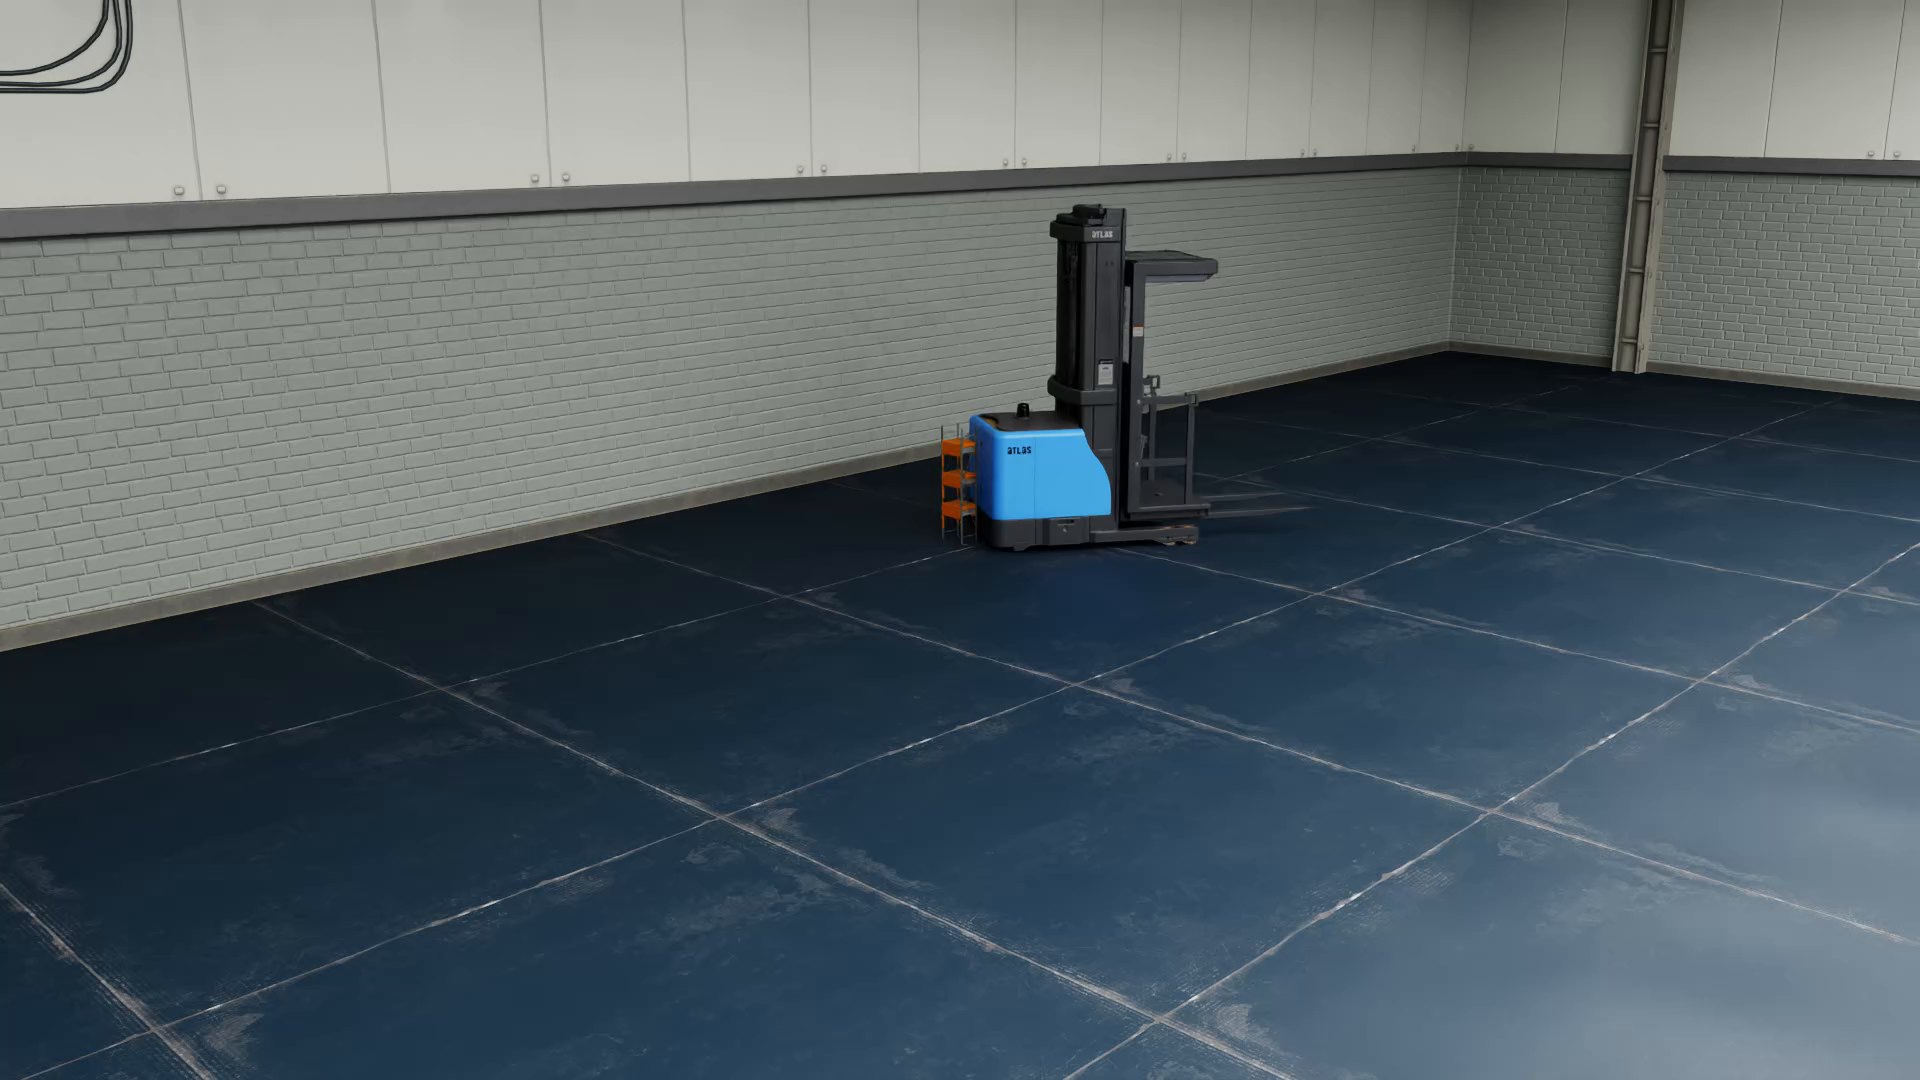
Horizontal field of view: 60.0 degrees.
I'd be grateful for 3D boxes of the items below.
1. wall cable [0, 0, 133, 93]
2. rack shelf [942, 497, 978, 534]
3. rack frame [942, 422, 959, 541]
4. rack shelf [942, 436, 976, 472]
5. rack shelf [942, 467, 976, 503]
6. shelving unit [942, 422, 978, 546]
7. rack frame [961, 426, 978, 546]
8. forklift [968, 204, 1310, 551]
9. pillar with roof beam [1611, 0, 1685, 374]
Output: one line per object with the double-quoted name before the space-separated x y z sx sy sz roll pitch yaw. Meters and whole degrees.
"wall cable" -6.622 -5.246 10.472 0.169 6.003 2.305 14 20 42
"rack shelf" -0.003 -0.219 14.833 0.215 0.259 0.240 -14 20 -42
"rack frame" -0.088 -0.520 14.846 0.200 1.050 0.008 -14 20 -42
"rack shelf" -0.003 -0.762 14.692 0.215 0.259 0.240 -14 20 -42
"rack shelf" -0.003 -0.488 14.763 0.215 0.259 0.240 -14 20 -42
"shelving unit" -0.003 -0.498 14.761 0.215 1.050 0.252 -14 20 -42
"rack frame" 0.081 -0.476 14.675 0.200 1.050 0.008 -14 20 -42
"forklift" 1.647 -1.493 14.848 3.031 2.935 1.130 -3 15 -13
"pillar with roof beam" 6.856 -6.060 20.343 0.400 9.000 9.100 14 20 42
